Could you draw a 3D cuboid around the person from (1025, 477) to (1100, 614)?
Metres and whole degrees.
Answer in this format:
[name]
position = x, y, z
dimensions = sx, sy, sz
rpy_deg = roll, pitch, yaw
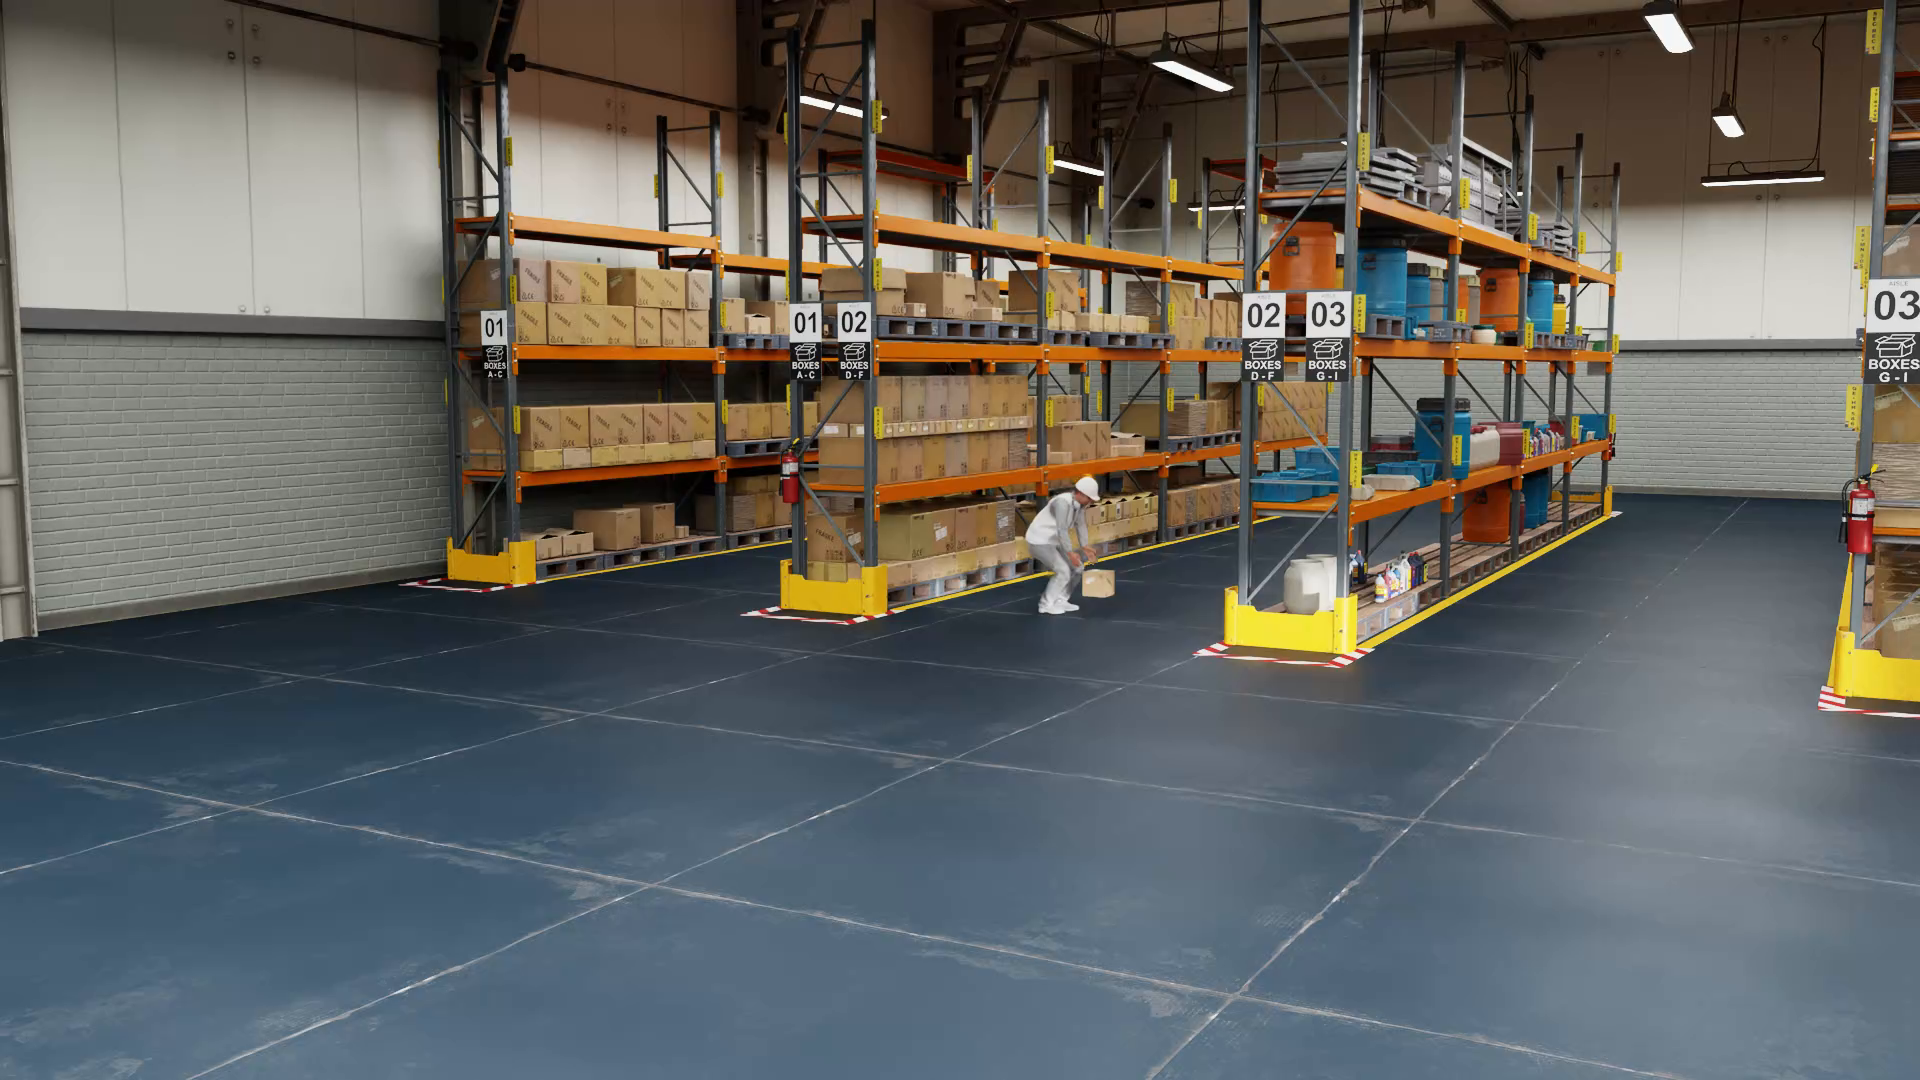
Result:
[person]
position = 1.085, 0.043, 17.325
dimensions = 0.767, 1.422, 0.592
rpy_deg = 3, 7, 29
